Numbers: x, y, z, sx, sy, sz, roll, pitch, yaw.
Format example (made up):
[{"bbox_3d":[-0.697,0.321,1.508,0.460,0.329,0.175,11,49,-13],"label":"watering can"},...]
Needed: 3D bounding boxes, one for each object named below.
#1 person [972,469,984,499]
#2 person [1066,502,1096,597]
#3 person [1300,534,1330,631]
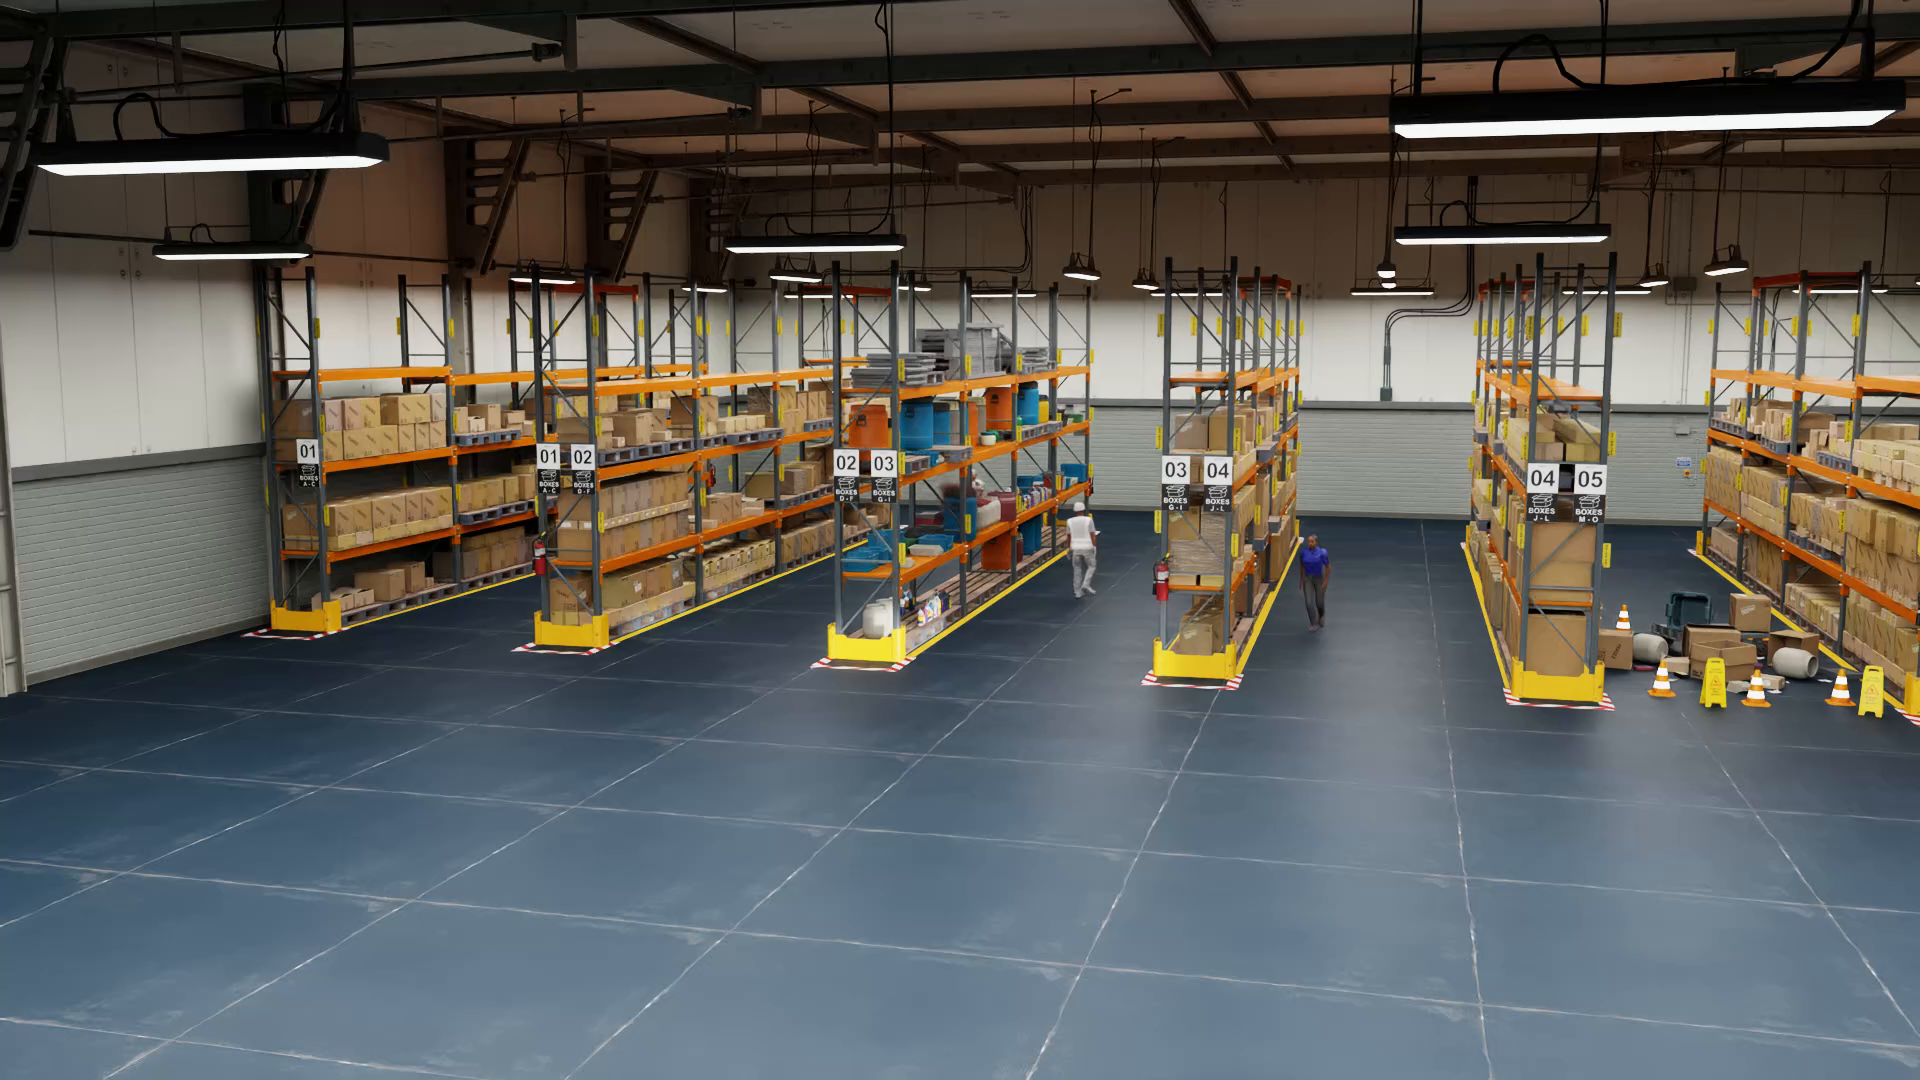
[{"bbox_3d":[0.336,-0.928,40.367,0.521,1.604,1.034,2,7,13],"label":"person"},{"bbox_3d":[2.266,0.184,31.046,0.600,1.780,0.500,2,7,15],"label":"person"},{"bbox_3d":[5.933,0.688,27.747,0.507,1.636,0.559,3,8,25],"label":"person"}]
